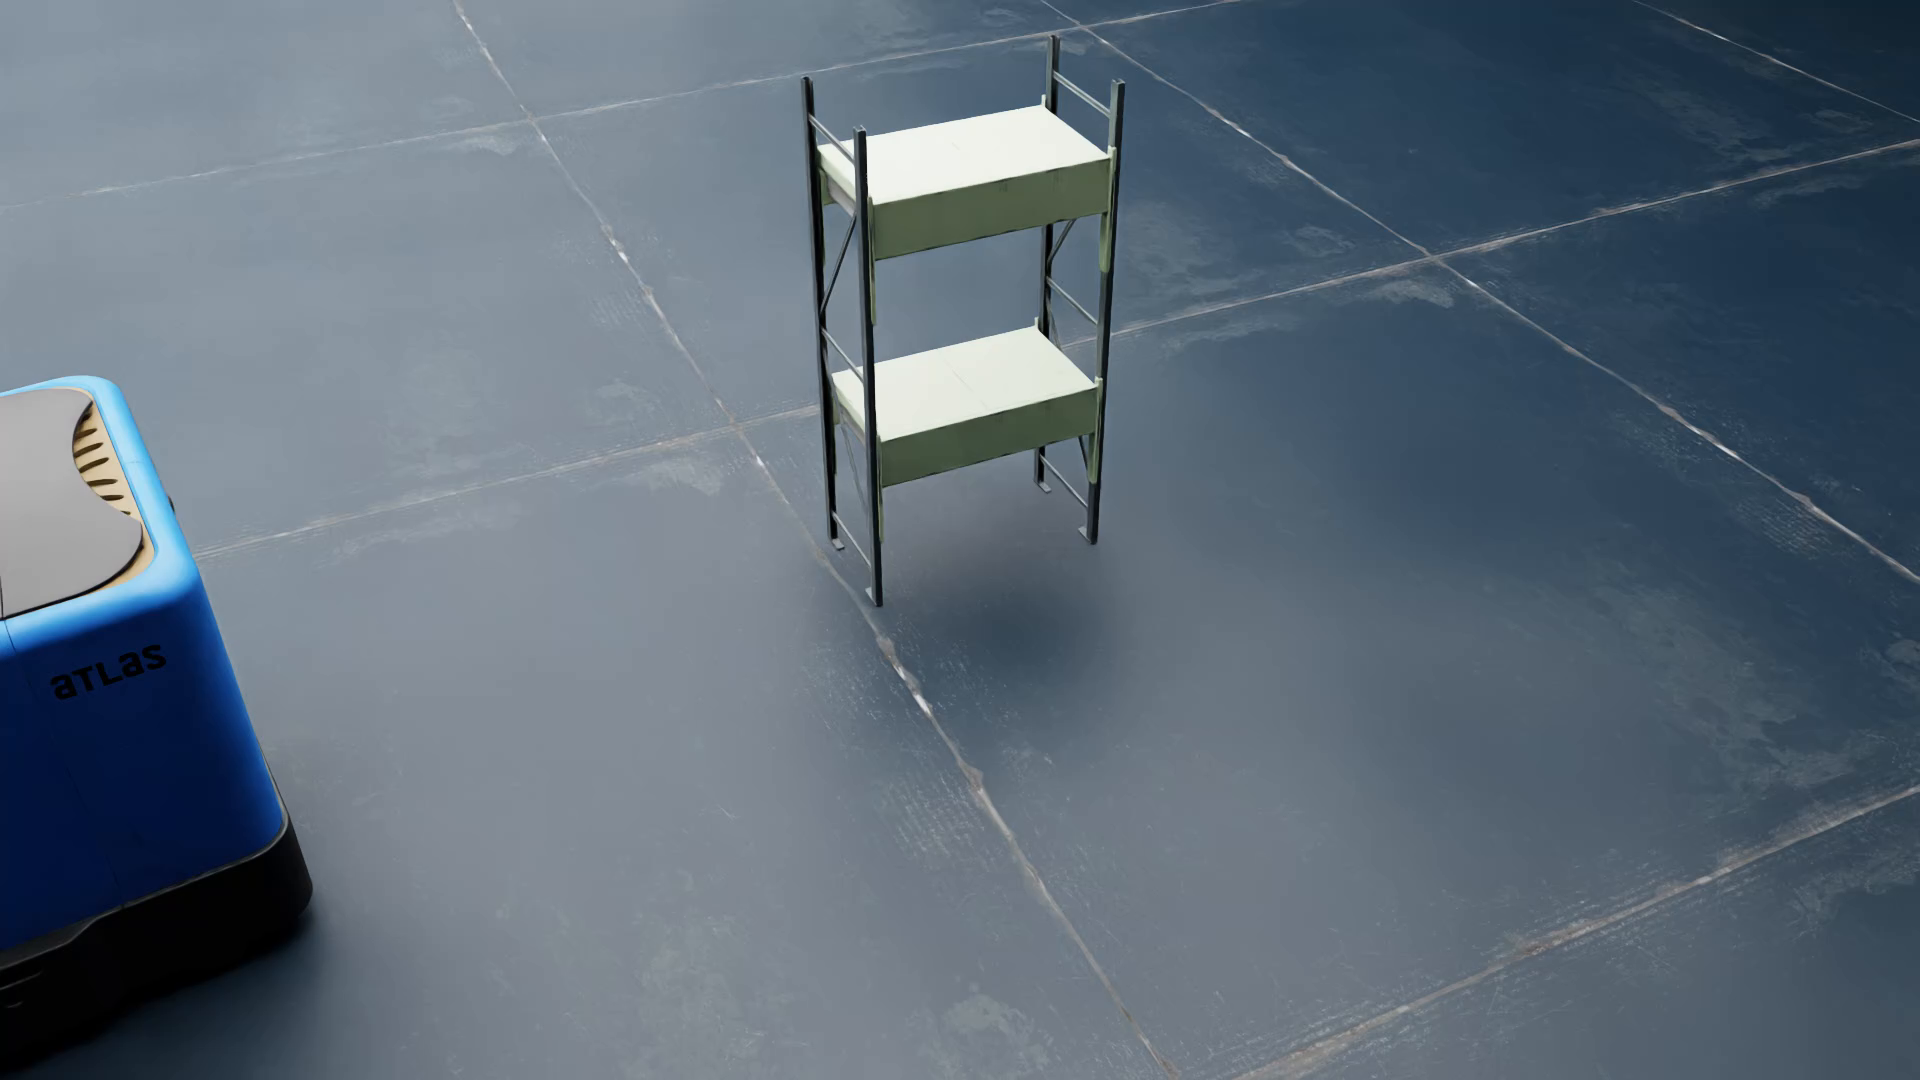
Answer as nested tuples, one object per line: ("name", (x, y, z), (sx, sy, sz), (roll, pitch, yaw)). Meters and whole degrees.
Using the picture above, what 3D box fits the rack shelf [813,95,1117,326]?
("rack shelf", (0.006, -0.918, 4.573), (0.720, 0.370, 0.431), (-16, 39, -20))

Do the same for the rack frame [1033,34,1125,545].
("rack frame", (0.337, -0.697, 4.930), (0.023, 1.500, 0.400), (-16, 39, -20))

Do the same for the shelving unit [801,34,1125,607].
("shelving unit", (0.006, -0.604, 4.805), (0.755, 1.500, 0.431), (-16, 39, -20))

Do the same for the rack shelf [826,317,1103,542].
("rack shelf", (0.006, -0.342, 5.000), (0.720, 0.370, 0.431), (-16, 39, -20))

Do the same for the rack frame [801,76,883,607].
("rack frame", (-0.325, -0.511, 4.681), (0.023, 1.500, 0.400), (-16, 39, -20))

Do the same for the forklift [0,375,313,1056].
("forklift", (-3.071, -0.024, 2.822), (3.031, 2.935, 1.130), (-21, 41, -25))
